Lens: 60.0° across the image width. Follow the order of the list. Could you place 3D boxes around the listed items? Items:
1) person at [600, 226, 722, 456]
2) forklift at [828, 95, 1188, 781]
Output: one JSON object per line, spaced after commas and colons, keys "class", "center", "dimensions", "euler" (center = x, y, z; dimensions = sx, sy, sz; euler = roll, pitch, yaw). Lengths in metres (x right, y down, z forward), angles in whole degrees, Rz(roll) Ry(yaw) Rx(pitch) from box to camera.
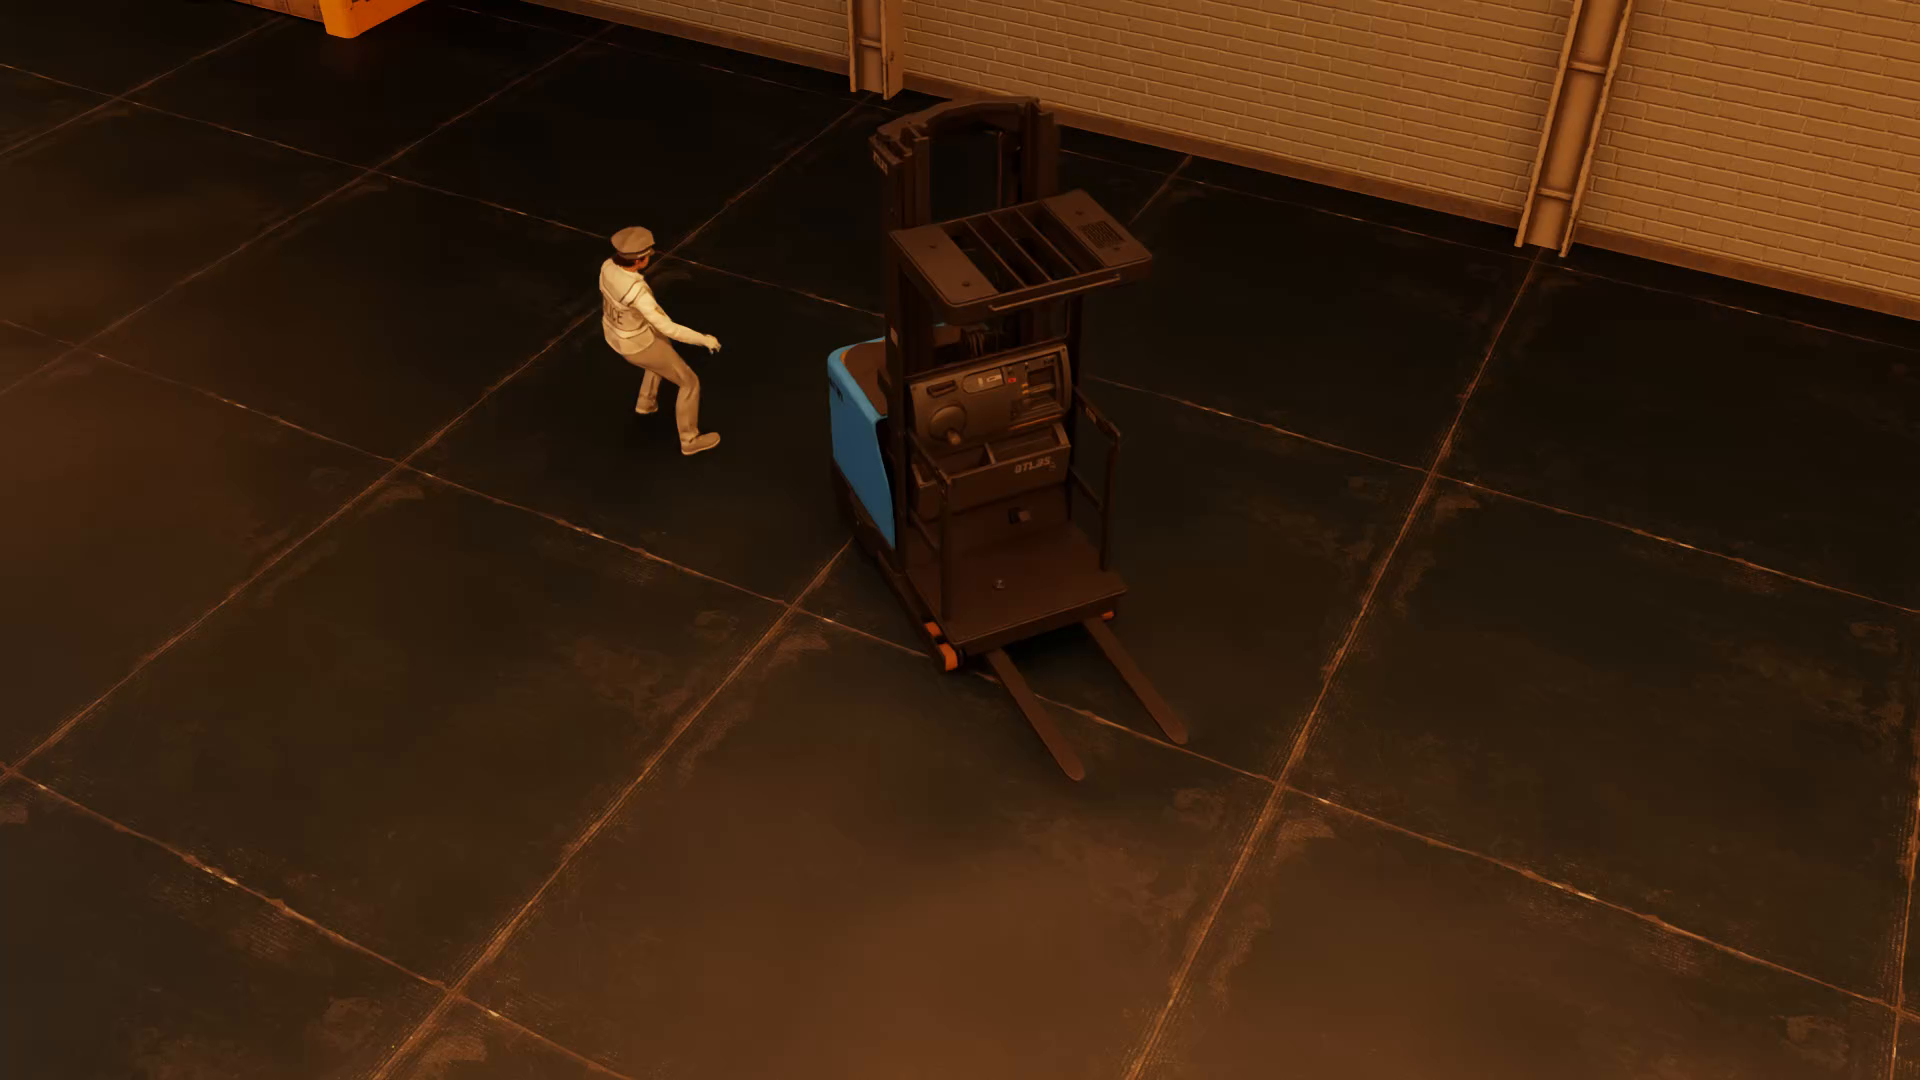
{"class": "person", "center": [-1.945, -1.326, 10.640], "dimensions": [0.572, 1.532, 0.724], "euler": [-27, 47, -28]}
{"class": "forklift", "center": [0.262, -0.700, 8.817], "dimensions": [1.130, 2.935, 3.031], "euler": [-16, 43, -18]}
